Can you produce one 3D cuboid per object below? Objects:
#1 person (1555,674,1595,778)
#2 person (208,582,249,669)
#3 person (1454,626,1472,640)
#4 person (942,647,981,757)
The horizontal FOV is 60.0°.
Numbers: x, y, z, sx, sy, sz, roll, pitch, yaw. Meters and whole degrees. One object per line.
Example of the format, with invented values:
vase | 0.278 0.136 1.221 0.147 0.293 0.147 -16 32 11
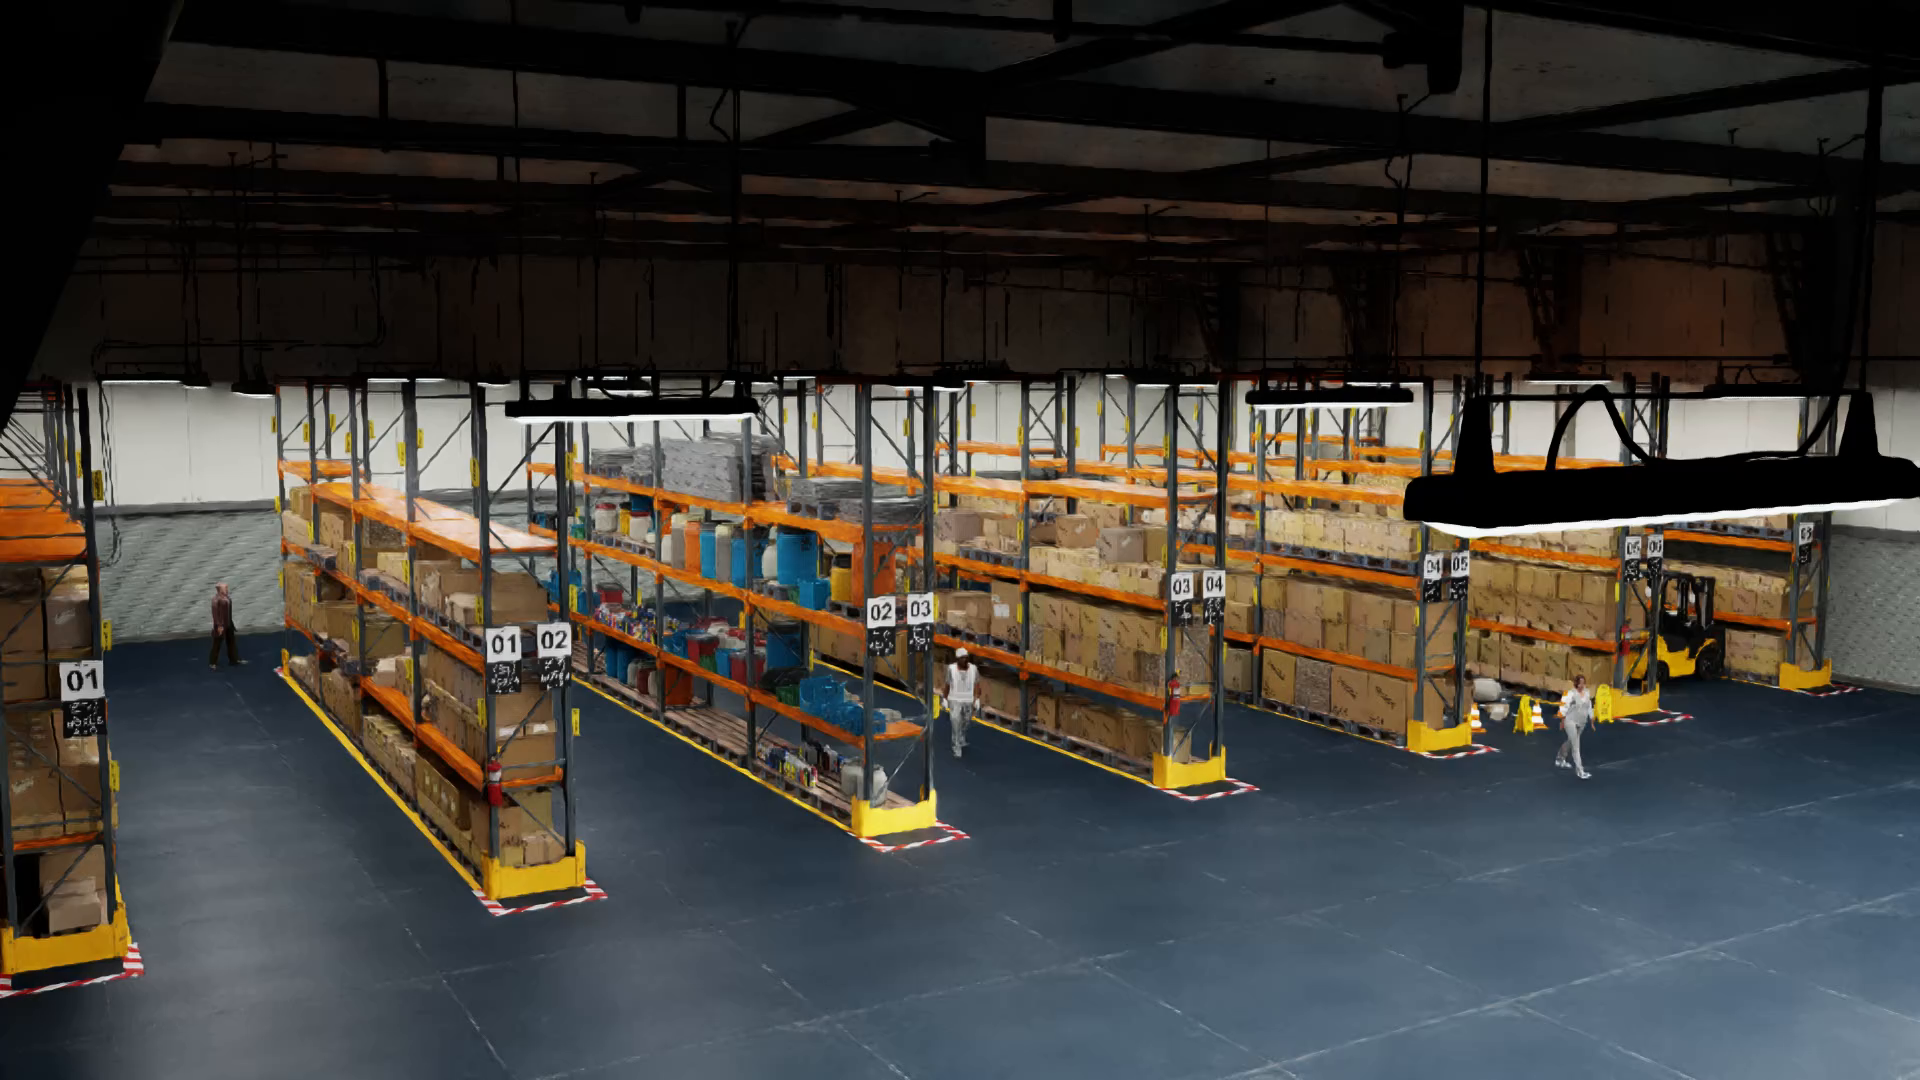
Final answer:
person | 9.385 2.790 25.306 0.407 1.533 0.962 -2 7 -21
person | -15.026 1.721 33.956 0.577 1.770 0.771 1 6 7
person | 10.624 1.579 35.199 0.605 1.781 0.450 3 7 29
person | 0.031 2.561 26.599 0.591 1.746 0.951 -2 6 -14
